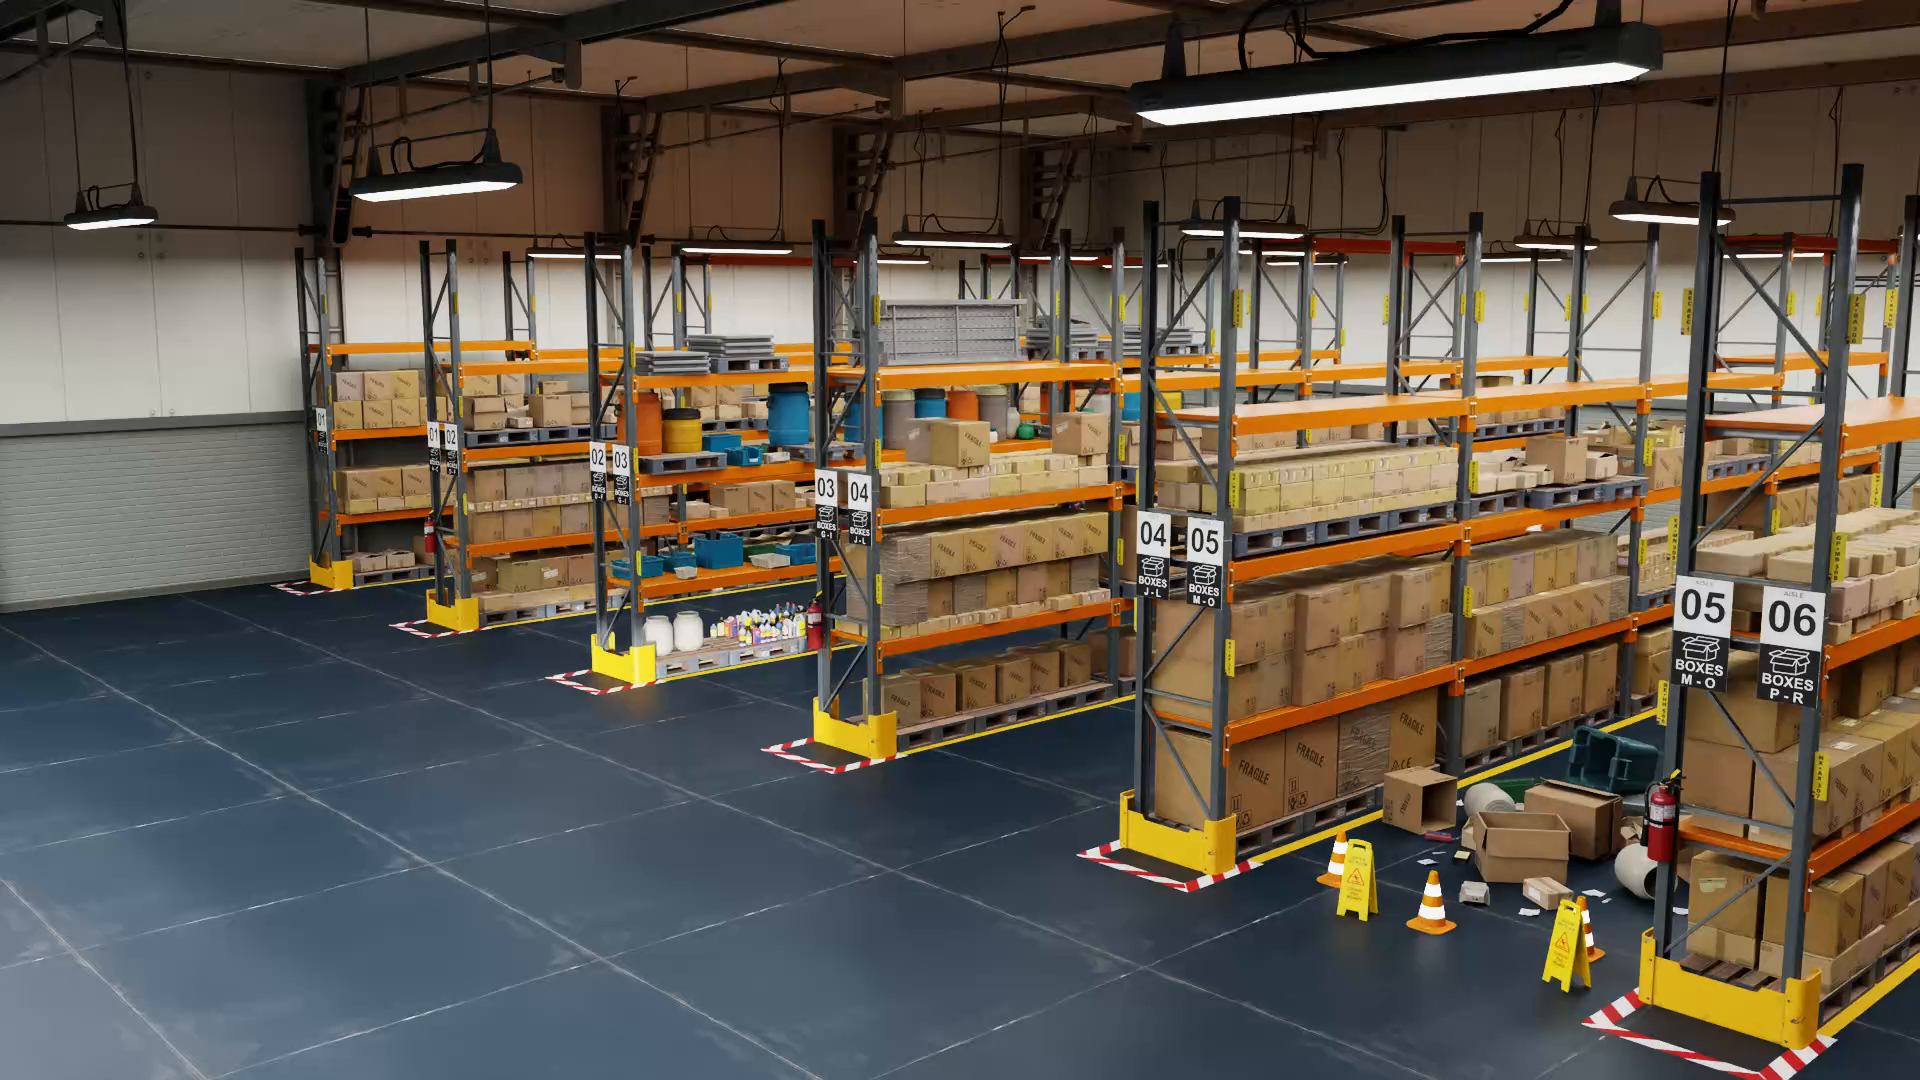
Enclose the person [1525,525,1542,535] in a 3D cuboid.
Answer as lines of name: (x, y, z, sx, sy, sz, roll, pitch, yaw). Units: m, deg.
person: (8.624, 0.621, 25.021, 0.610, 1.805, 0.889, 8, 12, 43)
